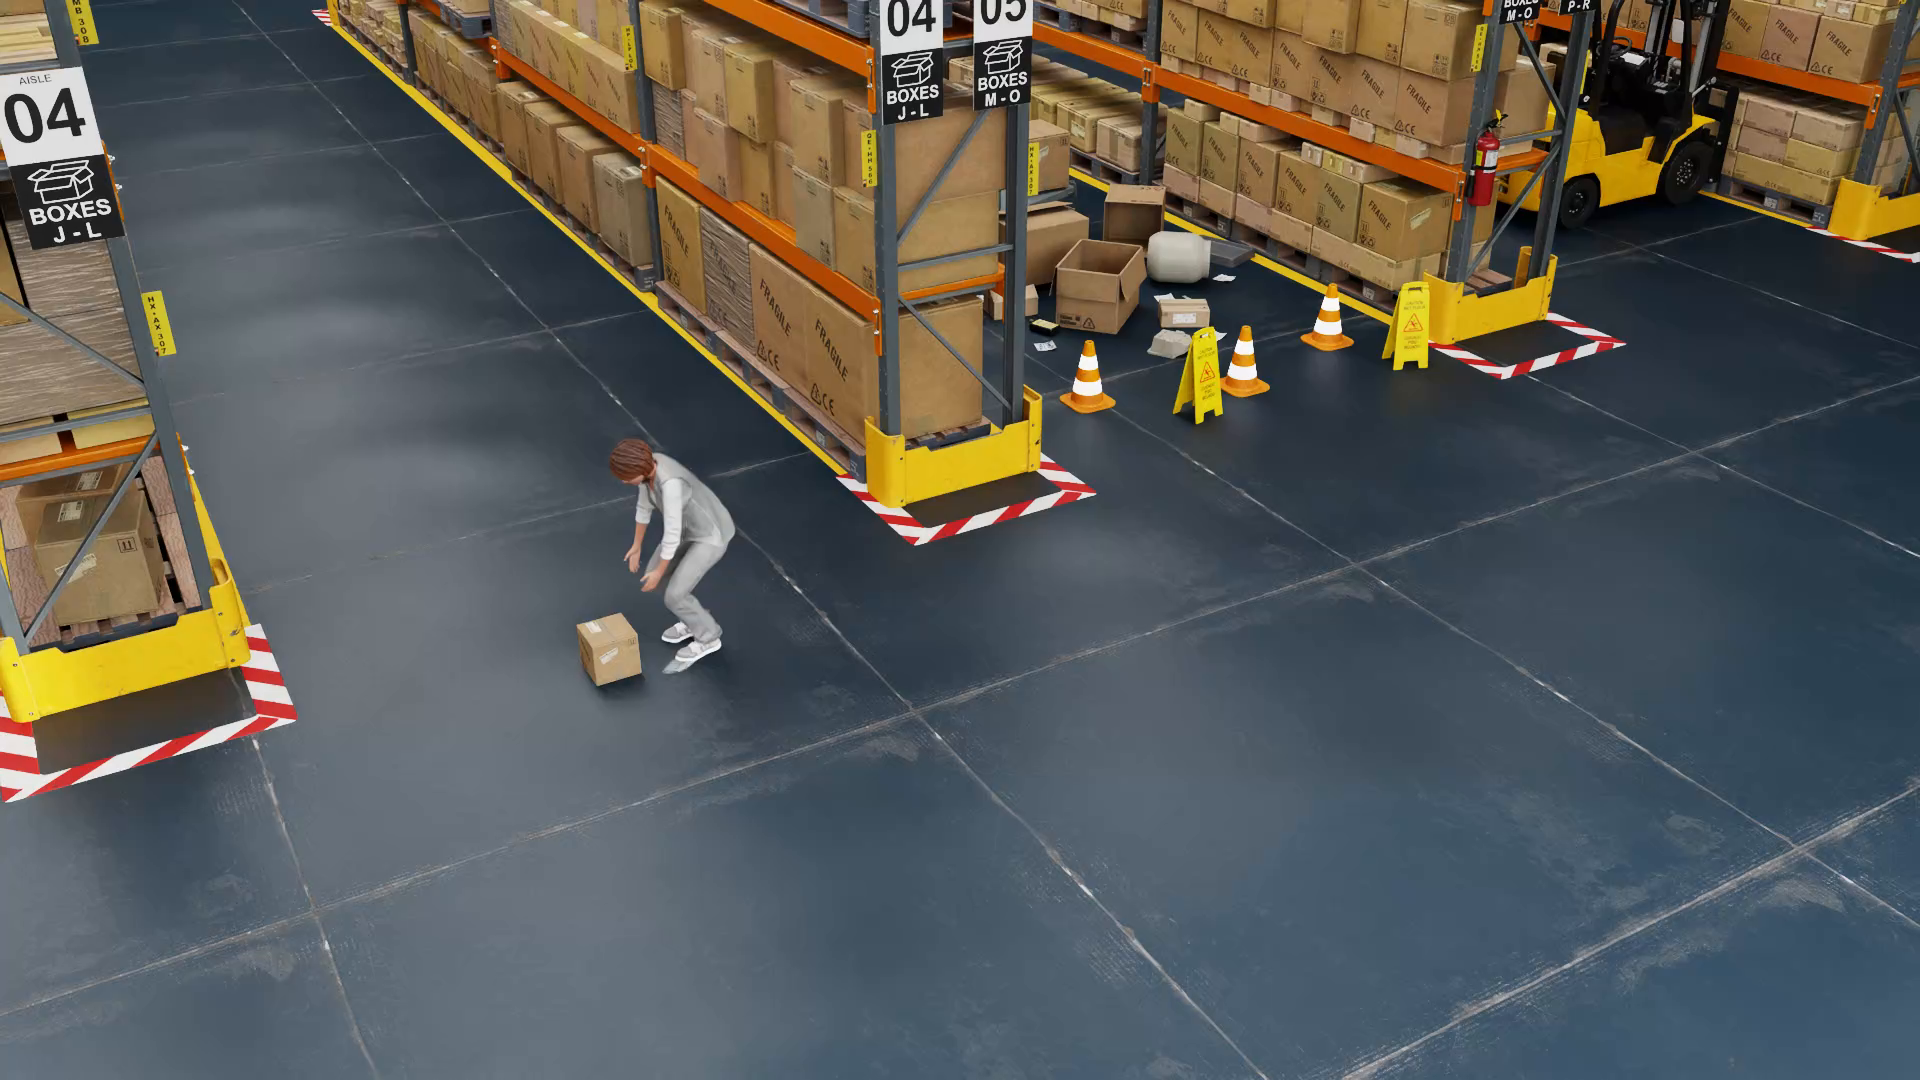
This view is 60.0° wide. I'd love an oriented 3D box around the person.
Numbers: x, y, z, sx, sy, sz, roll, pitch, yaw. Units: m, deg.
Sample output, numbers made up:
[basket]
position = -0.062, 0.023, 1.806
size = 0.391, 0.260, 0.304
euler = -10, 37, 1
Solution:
[person]
position = -1.491, 0.027, 8.796
size = 0.640, 1.325, 0.462
euler = -16, 33, -26
